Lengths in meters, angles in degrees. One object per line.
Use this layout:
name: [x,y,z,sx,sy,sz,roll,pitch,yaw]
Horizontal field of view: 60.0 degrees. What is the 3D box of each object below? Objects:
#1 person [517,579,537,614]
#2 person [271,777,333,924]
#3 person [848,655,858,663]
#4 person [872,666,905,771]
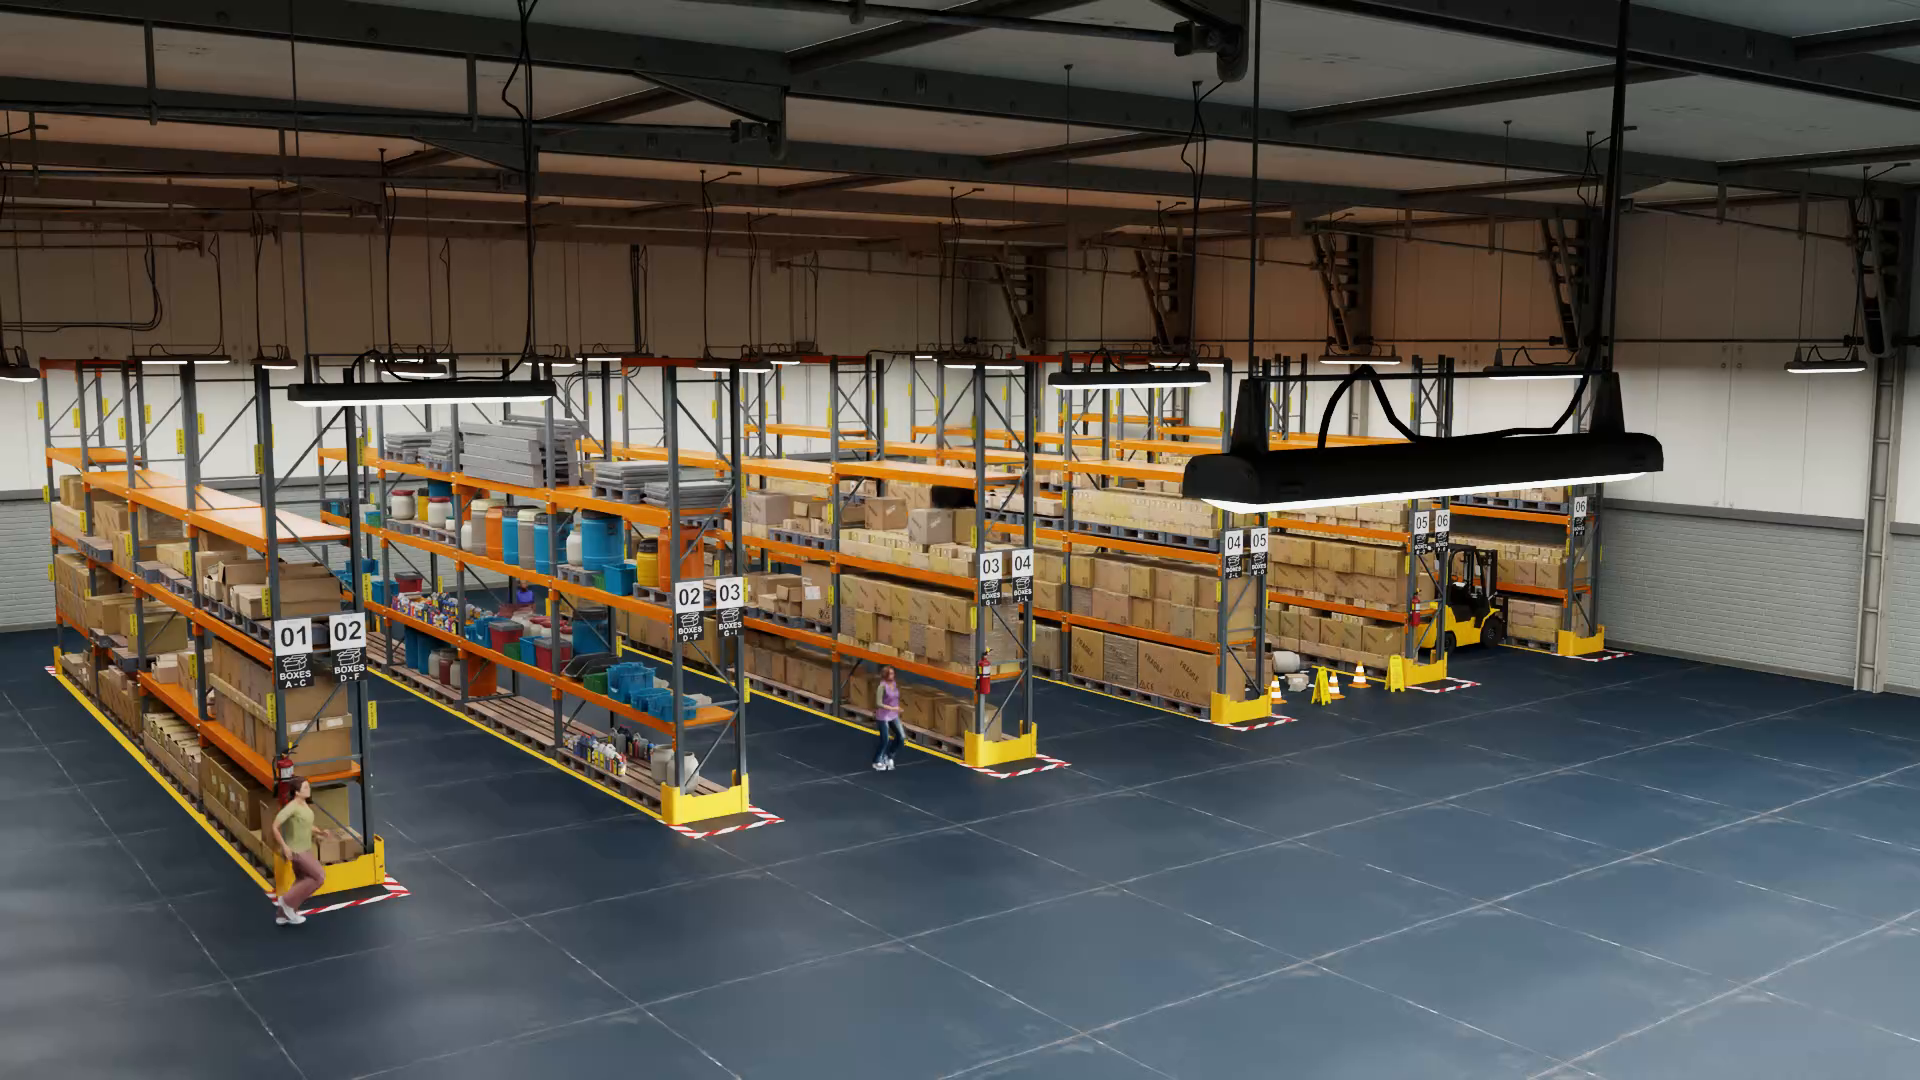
person: [-8.630,1.569,33.079,0.569,1.617,0.554,-6,9,-40]
person: [-7.130,3.366,18.020,0.622,1.626,0.564,-1,7,-6]
person: [-2.020,1.629,31.968,0.590,1.740,0.682,6,9,43]
person: [-1.026,2.625,24.379,0.628,1.589,0.559,6,9,39]
